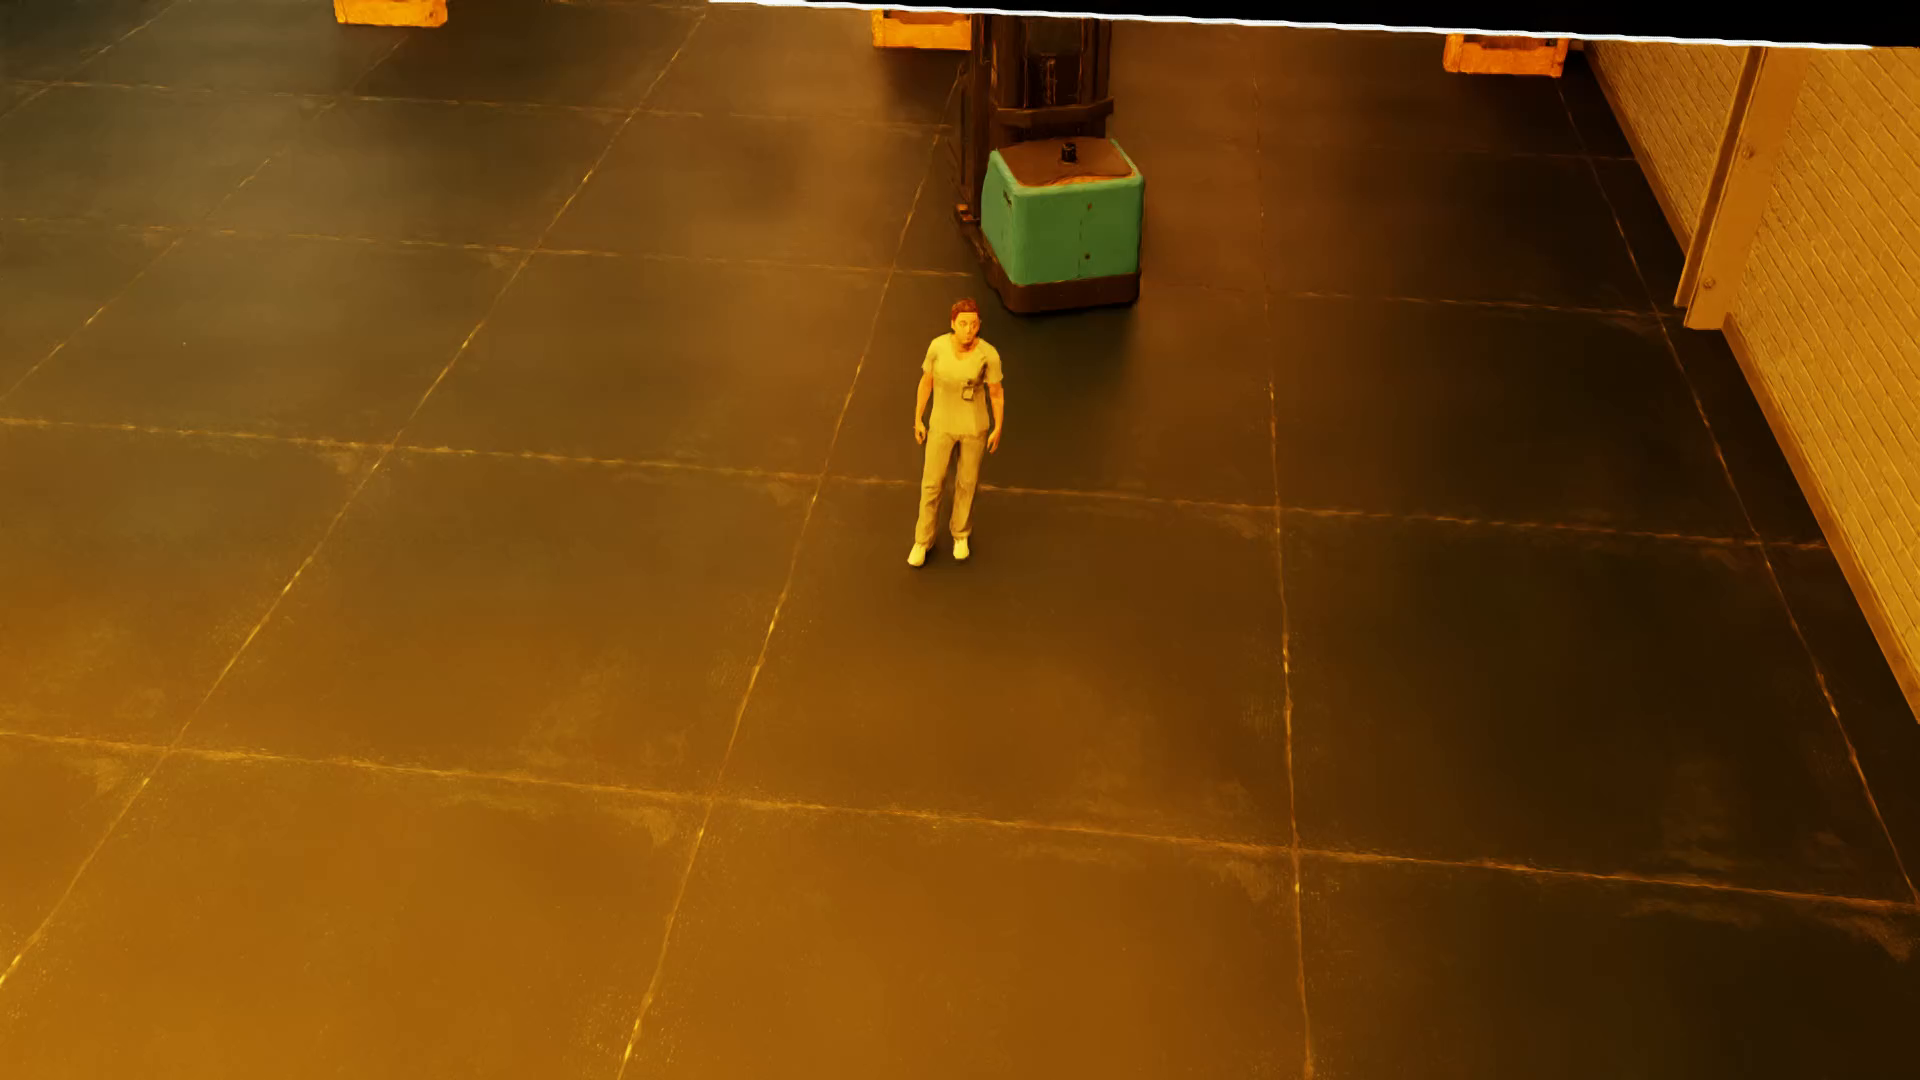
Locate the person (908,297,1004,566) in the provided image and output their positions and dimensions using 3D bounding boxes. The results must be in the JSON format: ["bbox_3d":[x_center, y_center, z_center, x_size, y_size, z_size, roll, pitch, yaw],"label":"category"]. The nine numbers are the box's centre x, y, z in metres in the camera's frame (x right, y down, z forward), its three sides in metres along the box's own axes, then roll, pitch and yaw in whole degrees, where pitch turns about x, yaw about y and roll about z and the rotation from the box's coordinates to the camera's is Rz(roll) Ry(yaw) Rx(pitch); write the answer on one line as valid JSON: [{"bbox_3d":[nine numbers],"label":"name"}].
[{"bbox_3d":[-0.022,-0.638,9.941,0.550,1.674,0.548,4,37,6],"label":"person"}]

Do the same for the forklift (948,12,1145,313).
[{"bbox_3d":[0.567,-3.791,13.173,1.130,2.935,3.031,-8,37,-10],"label":"forklift"}]
